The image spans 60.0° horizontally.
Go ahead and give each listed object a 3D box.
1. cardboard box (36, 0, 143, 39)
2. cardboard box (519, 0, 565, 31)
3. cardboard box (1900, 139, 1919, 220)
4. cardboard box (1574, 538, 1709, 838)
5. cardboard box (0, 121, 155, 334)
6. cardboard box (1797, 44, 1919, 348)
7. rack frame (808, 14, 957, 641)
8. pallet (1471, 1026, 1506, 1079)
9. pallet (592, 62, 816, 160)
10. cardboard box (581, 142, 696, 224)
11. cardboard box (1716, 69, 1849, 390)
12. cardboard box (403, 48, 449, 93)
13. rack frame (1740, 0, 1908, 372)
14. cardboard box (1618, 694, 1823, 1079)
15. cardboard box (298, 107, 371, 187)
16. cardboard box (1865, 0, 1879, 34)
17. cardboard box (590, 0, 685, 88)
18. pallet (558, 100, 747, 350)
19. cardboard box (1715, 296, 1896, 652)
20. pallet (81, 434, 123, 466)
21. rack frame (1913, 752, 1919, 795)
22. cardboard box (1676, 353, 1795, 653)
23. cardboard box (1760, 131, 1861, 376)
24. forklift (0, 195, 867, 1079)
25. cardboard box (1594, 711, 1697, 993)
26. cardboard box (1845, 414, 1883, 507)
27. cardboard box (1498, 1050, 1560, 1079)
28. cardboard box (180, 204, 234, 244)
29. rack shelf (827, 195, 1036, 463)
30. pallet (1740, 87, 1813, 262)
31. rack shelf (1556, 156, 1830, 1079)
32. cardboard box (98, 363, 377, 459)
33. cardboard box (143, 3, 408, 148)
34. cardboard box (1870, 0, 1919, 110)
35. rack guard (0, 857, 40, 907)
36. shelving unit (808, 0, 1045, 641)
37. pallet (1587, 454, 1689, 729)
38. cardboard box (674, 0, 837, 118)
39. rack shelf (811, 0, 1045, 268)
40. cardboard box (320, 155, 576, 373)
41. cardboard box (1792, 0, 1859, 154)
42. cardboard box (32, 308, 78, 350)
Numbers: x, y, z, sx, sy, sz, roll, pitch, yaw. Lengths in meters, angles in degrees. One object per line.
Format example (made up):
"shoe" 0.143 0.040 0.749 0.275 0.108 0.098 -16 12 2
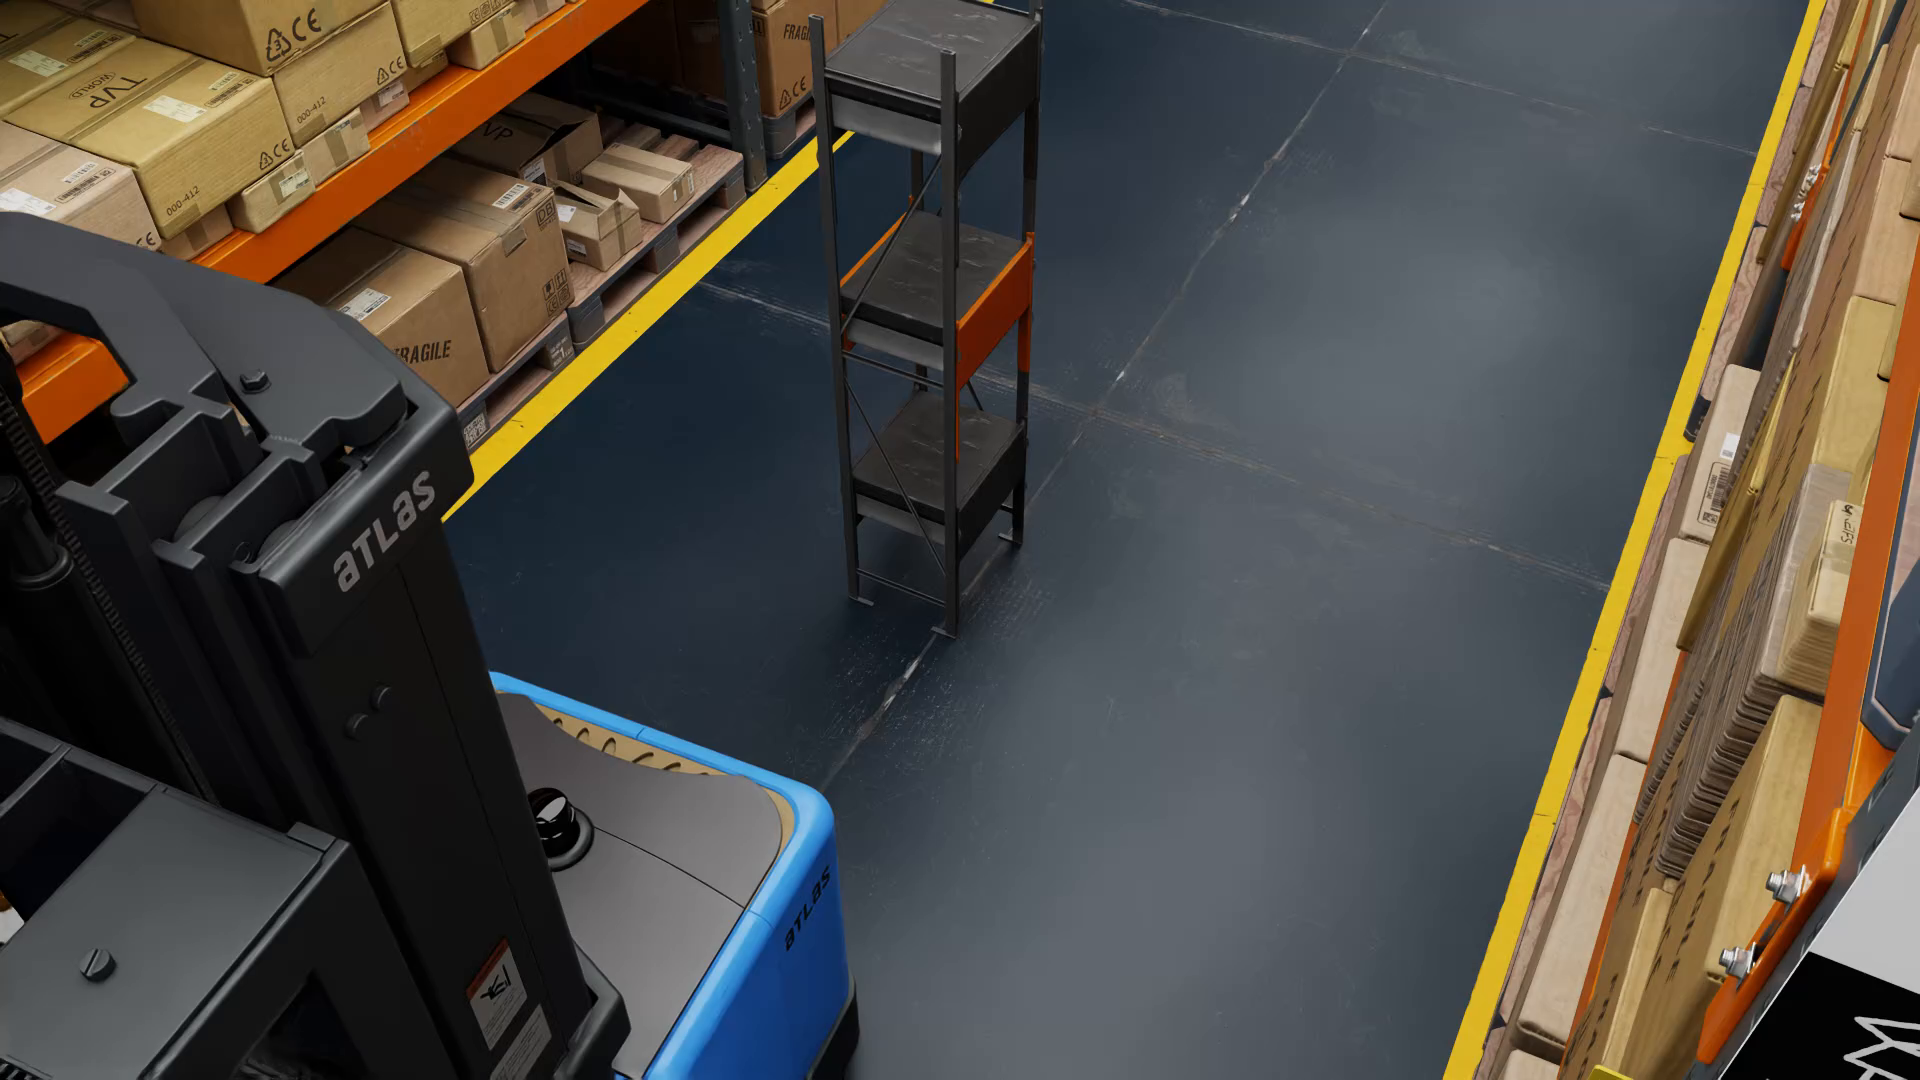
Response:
"cardboard box" -2.475 -1.635 5.154 0.500 0.250 0.500 20 49 19
"cardboard box" -1.585 -1.890 5.686 0.380 0.149 0.250 22 49 20
"cardboard box" 1.984 -0.674 3.077 0.380 0.149 0.250 21 49 19
"cardboard box" 2.282 0.552 4.602 0.875 0.438 0.875 19 48 18
"cardboard box" -2.488 -0.808 4.336 0.500 0.250 0.500 21 49 19
"cardboard box" 2.160 -0.657 3.517 0.500 0.500 0.500 21 49 20
"rack frame" -0.190 -0.480 4.748 0.400 2.100 0.015 20 49 19
"pallet" 1.529 1.845 3.778 1.003 0.211 1.213 20 49 19
"pallet" -0.970 -2.306 7.881 1.003 0.211 1.213 20 49 19
"cardboard box" -1.313 -1.459 6.793 0.380 0.149 0.250 19 48 18
"cardboard box" 3.301 -0.943 5.772 0.875 0.875 0.875 22 49 20
"cardboard box" -1.898 -1.594 5.393 0.380 0.149 0.250 21 49 20
"rack frame" 3.084 -1.125 4.753 1.000 3.000 0.127 20 49 19
"cardboard box" 1.240 0.626 2.249 0.500 0.500 0.500 22 49 20
"cardboard box" -2.029 -1.238 5.041 0.380 0.149 0.250 22 49 20
"cardboard box" 3.306 -1.759 5.485 0.500 0.250 0.500 20 49 19
"cardboard box" -1.348 -2.438 7.513 0.500 0.500 0.500 20 49 19
"pallet" -1.634 -1.349 6.935 1.003 0.211 1.213 20 49 19
"cardboard box" 1.689 -0.024 2.891 0.500 0.500 0.500 20 49 19
"pallet" -2.767 0.188 5.416 1.003 0.211 1.213 20 49 19
"rack frame" 1.227 -0.714 0.129 1.000 3.000 0.127 20 49 19
"cardboard box" 1.921 0.000 3.571 0.500 0.500 0.500 22 49 20
"cardboard box" 2.397 -0.636 4.199 0.500 0.500 0.500 21 49 19
"forklift" -1.301 1.088 2.614 1.130 2.935 3.031 17 48 16
"cardboard box" 1.463 0.657 2.921 0.500 0.500 0.500 19 48 18
"cardboard box" 1.511 -0.016 2.427 0.380 0.149 0.250 22 49 20
"cardboard box" 1.445 1.699 3.468 0.875 0.438 0.875 19 48 18
"cardboard box" -2.318 -0.931 4.738 0.380 0.149 0.250 21 49 20
"rack shelf" -0.077 -0.624 4.910 0.431 0.518 0.480 20 49 19
"pallet" 3.940 -1.428 7.012 1.003 0.211 1.213 20 49 19
"rack shelf" 2.155 0.387 3.764 1.077 0.370 4.000 20 49 19
"cardboard box" -2.372 -0.391 5.489 0.700 0.500 0.500 22 49 21
"cardboard box" -2.037 -1.458 4.978 0.500 0.250 0.500 19 48 18
"cardboard box" 2.648 -1.292 4.145 0.500 0.500 0.500 21 49 19
"rack guard" -3.136 0.589 4.817 1.175 0.500 0.348 20 49 19
"shelving unit" -0.077 -0.634 4.900 0.431 2.100 0.503 20 49 19
"pallet" 2.661 0.308 5.297 1.003 0.211 1.213 20 49 19
"cardboard box" -0.891 -2.261 7.338 0.500 0.500 0.500 22 49 21
"rack shelf" -0.077 -1.116 4.412 0.431 0.518 0.480 20 49 19
"cardboard box" -1.890 -1.045 6.136 0.700 0.500 0.500 19 48 18
"cardboard box" 4.129 -2.078 6.893 0.875 0.875 0.875 21 49 20
"cardboard box" -2.607 -0.623 4.433 0.380 0.149 0.250 20 49 19
